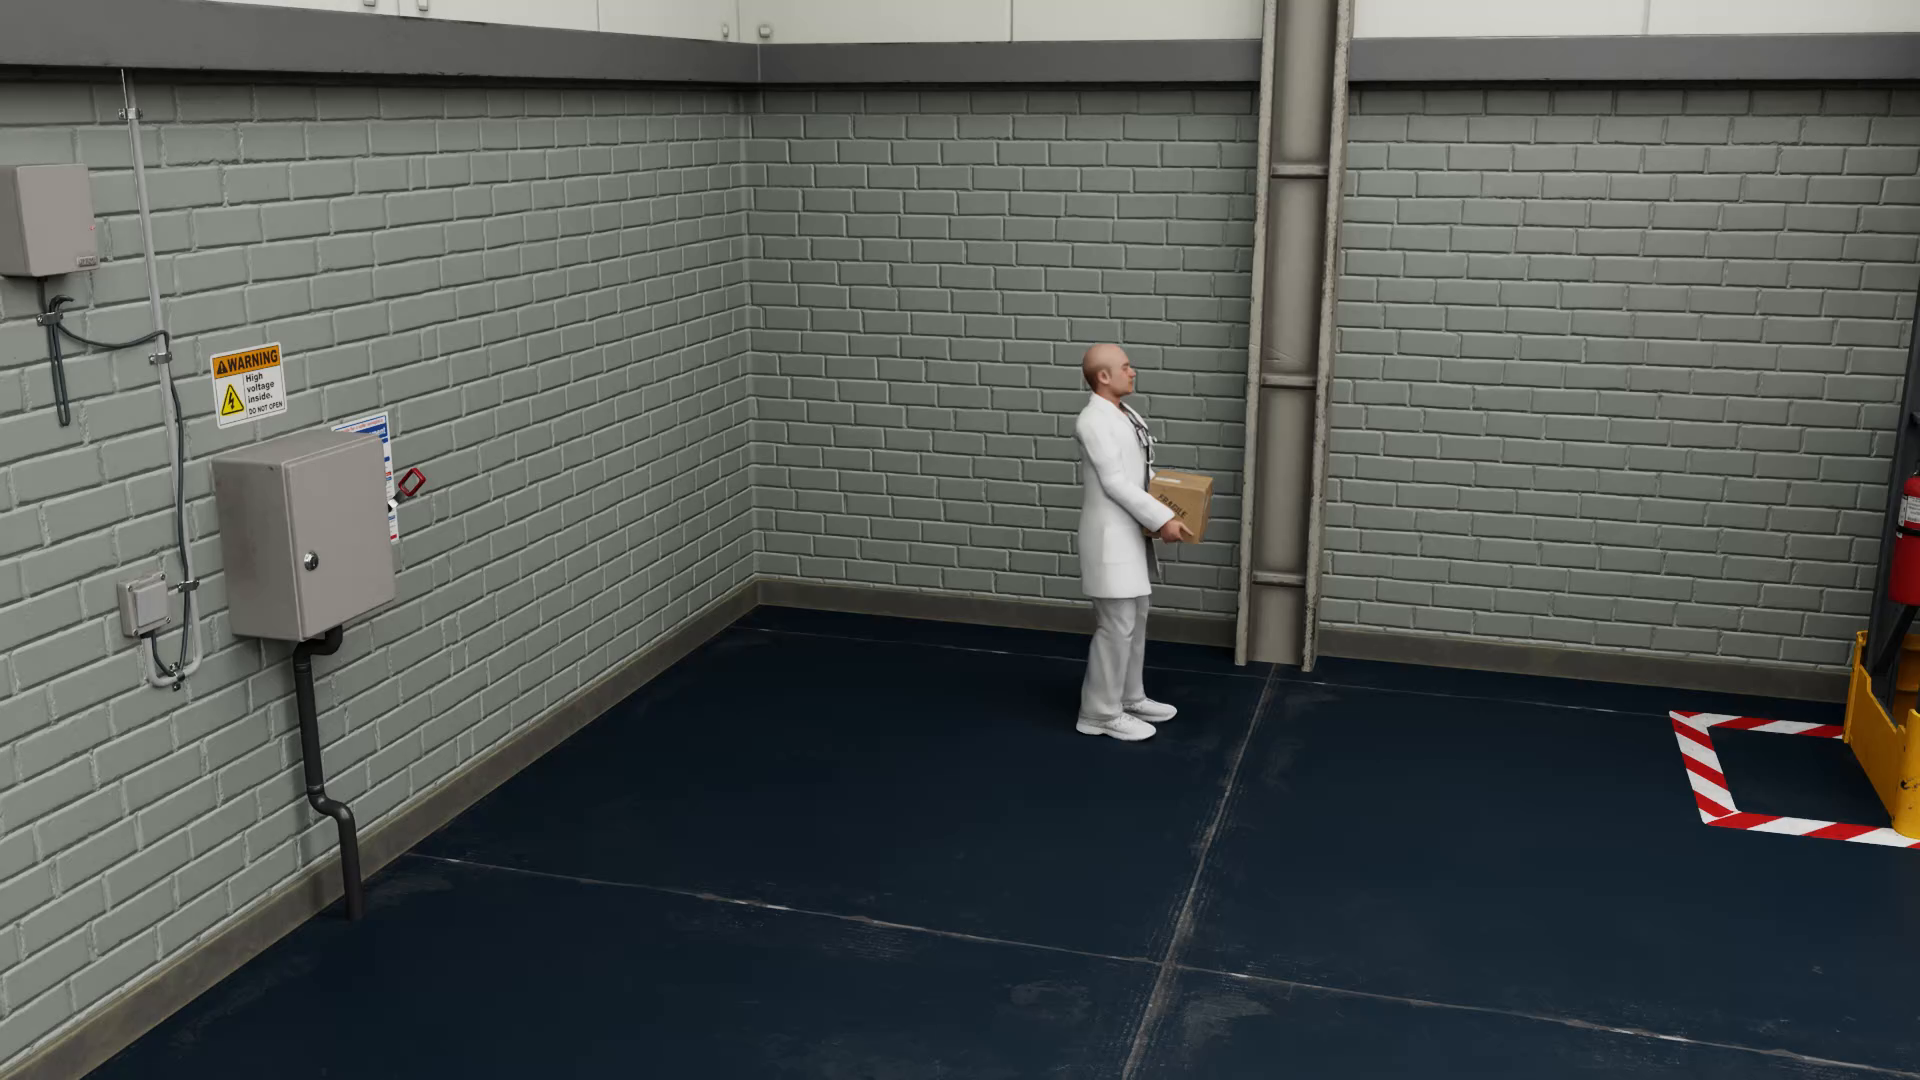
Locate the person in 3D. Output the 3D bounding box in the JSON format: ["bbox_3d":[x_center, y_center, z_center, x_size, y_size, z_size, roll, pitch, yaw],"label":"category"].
[{"bbox_3d":[0.803,0.005,7.525,0.554,1.773,0.532,4,15,16],"label":"person"}]
